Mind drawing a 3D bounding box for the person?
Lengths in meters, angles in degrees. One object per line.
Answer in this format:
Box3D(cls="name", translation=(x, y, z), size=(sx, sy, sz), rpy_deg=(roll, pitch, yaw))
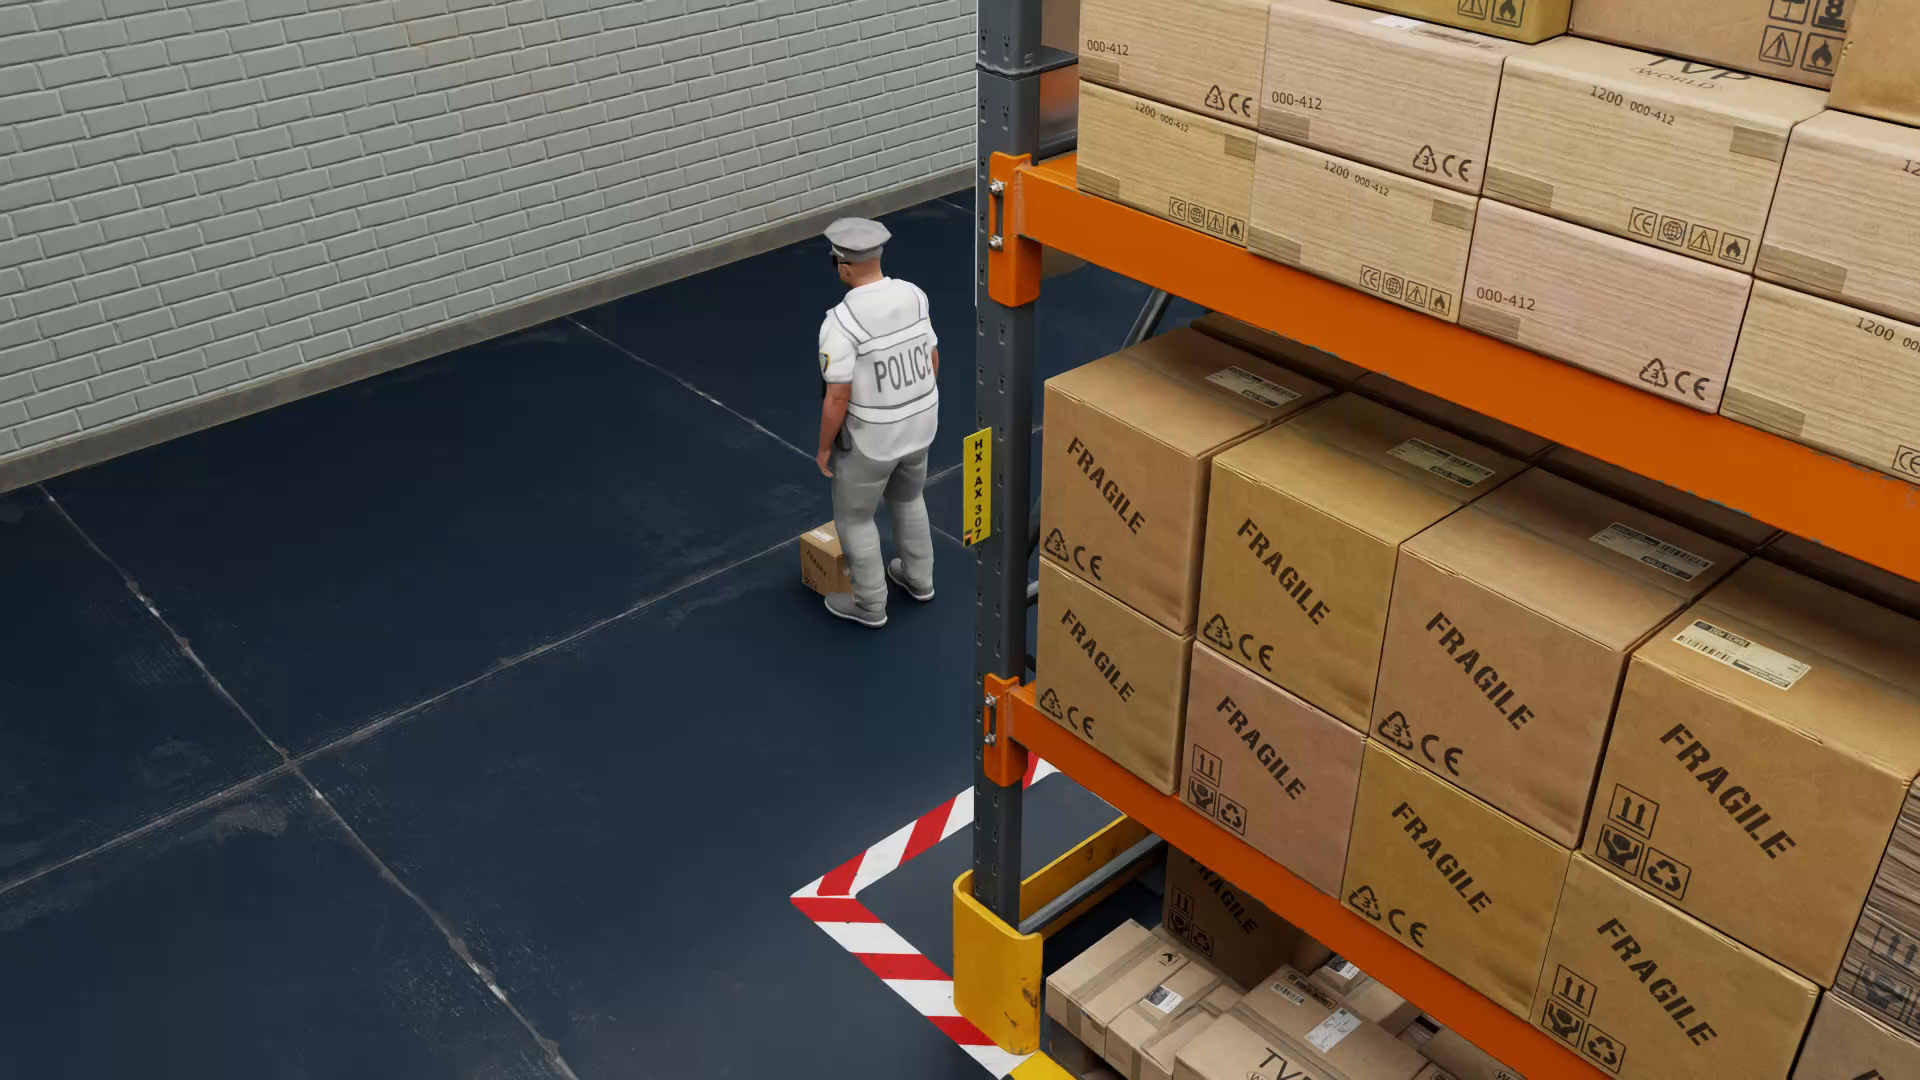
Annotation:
Box3D(cls="person", translation=(-0.330, -0.450, 6.863), size=(0.587, 1.746, 0.438), rpy_deg=(-26, 40, -35))
